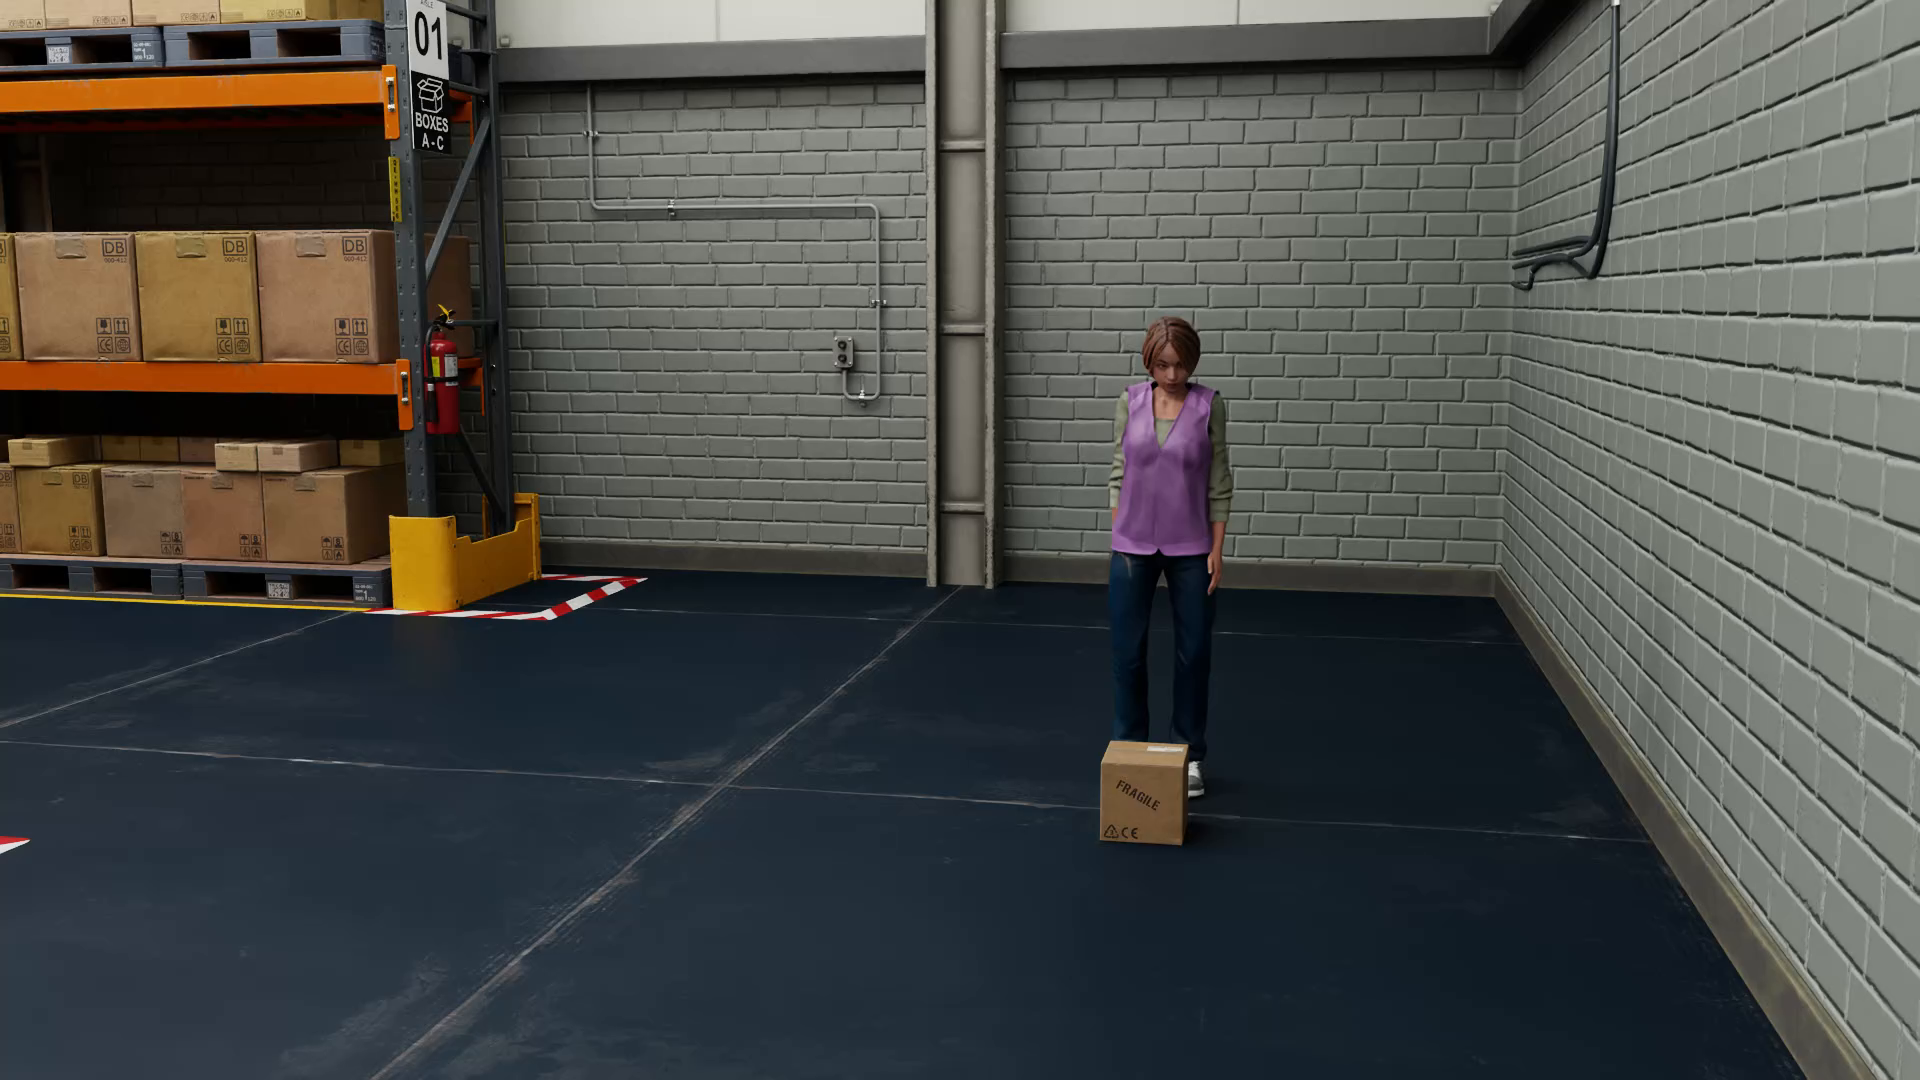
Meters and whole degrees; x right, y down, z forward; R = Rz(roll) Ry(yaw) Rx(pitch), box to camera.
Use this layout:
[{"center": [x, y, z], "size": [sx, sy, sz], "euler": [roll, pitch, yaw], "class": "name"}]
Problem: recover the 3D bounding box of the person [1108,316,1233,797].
[{"center": [0.697, 0.056, 5.524], "size": [0.410, 1.591, 0.305], "euler": [2, 8, 12], "class": "person"}]
